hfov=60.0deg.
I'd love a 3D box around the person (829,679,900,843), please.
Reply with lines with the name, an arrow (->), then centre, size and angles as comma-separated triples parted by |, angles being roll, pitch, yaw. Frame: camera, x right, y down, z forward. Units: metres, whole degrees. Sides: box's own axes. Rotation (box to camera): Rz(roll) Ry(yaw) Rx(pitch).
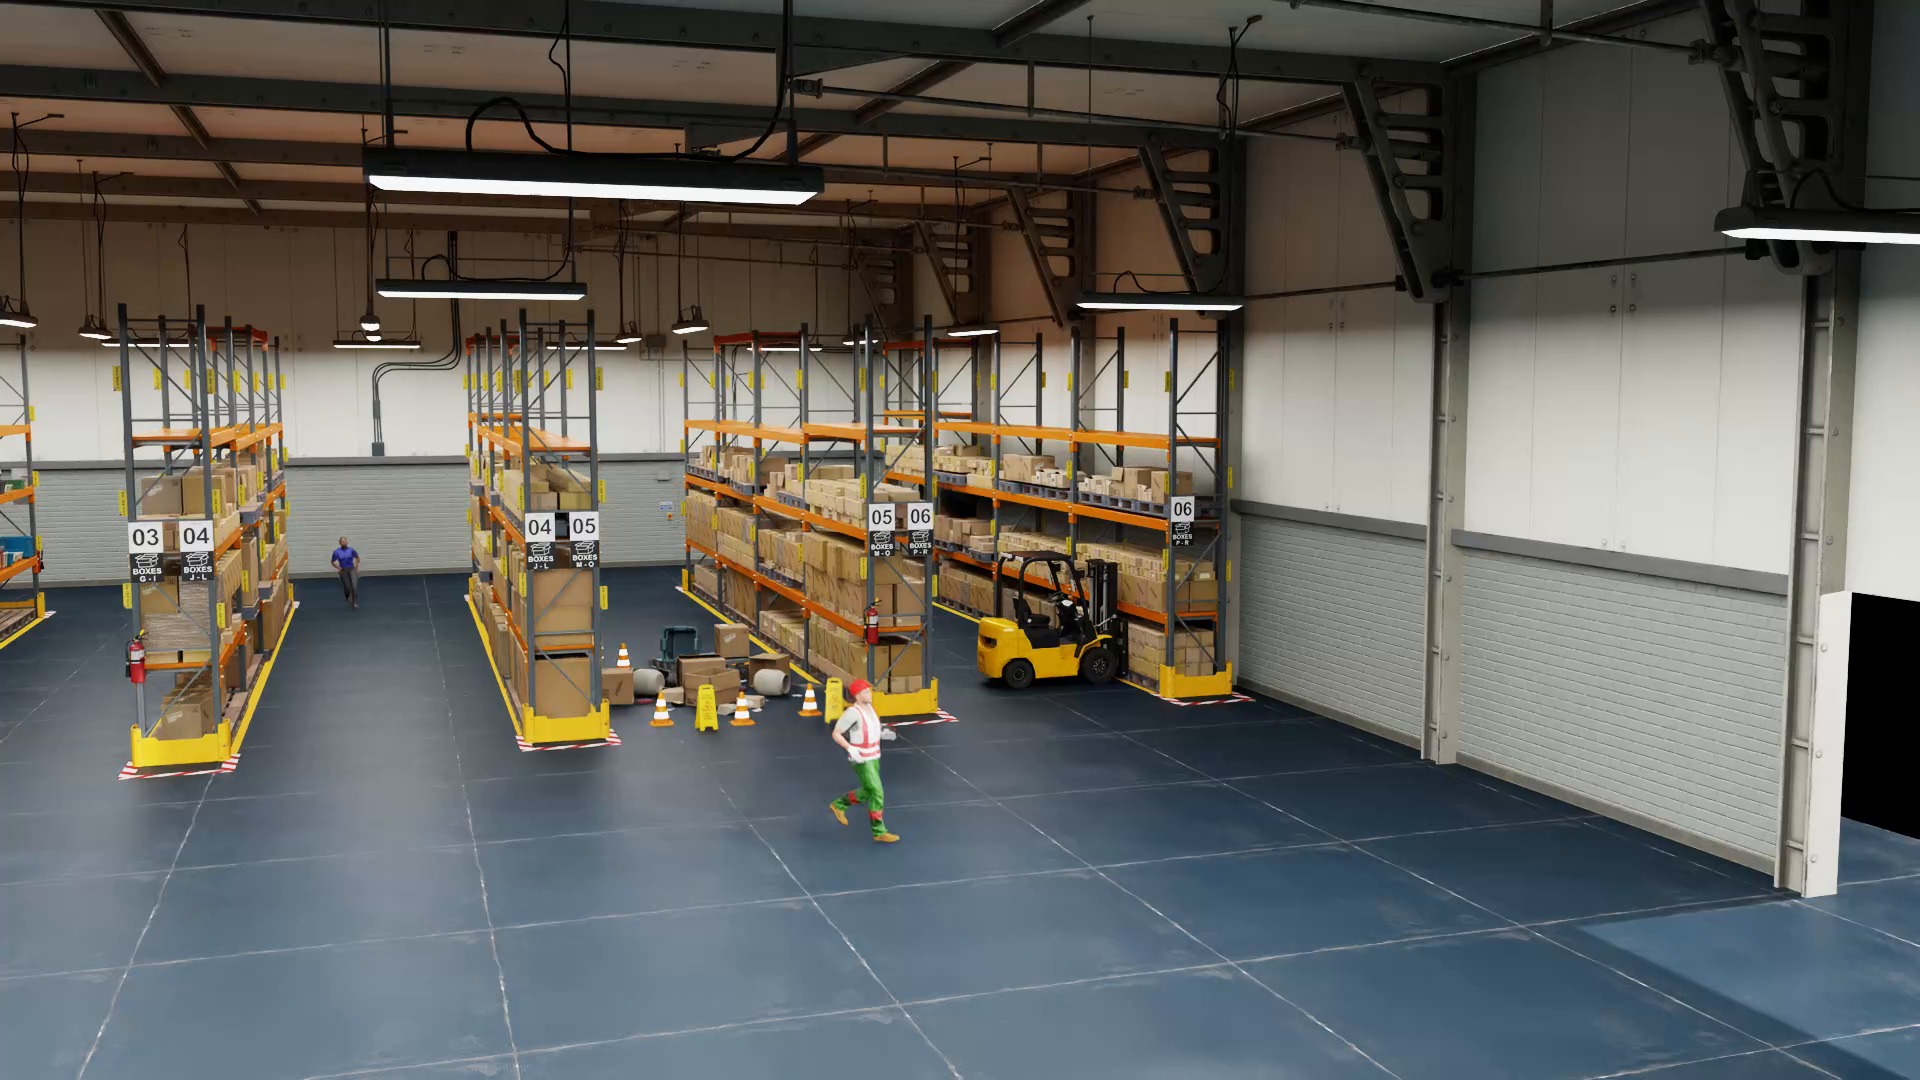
person -> -1.067, 2.399, 18.186 | 0.914, 1.765, 0.670 | 2, 6, 24

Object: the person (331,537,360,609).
person -> -13.597, 0.724, 36.851 | 0.604, 1.597, 0.612 | -3, 6, -32
